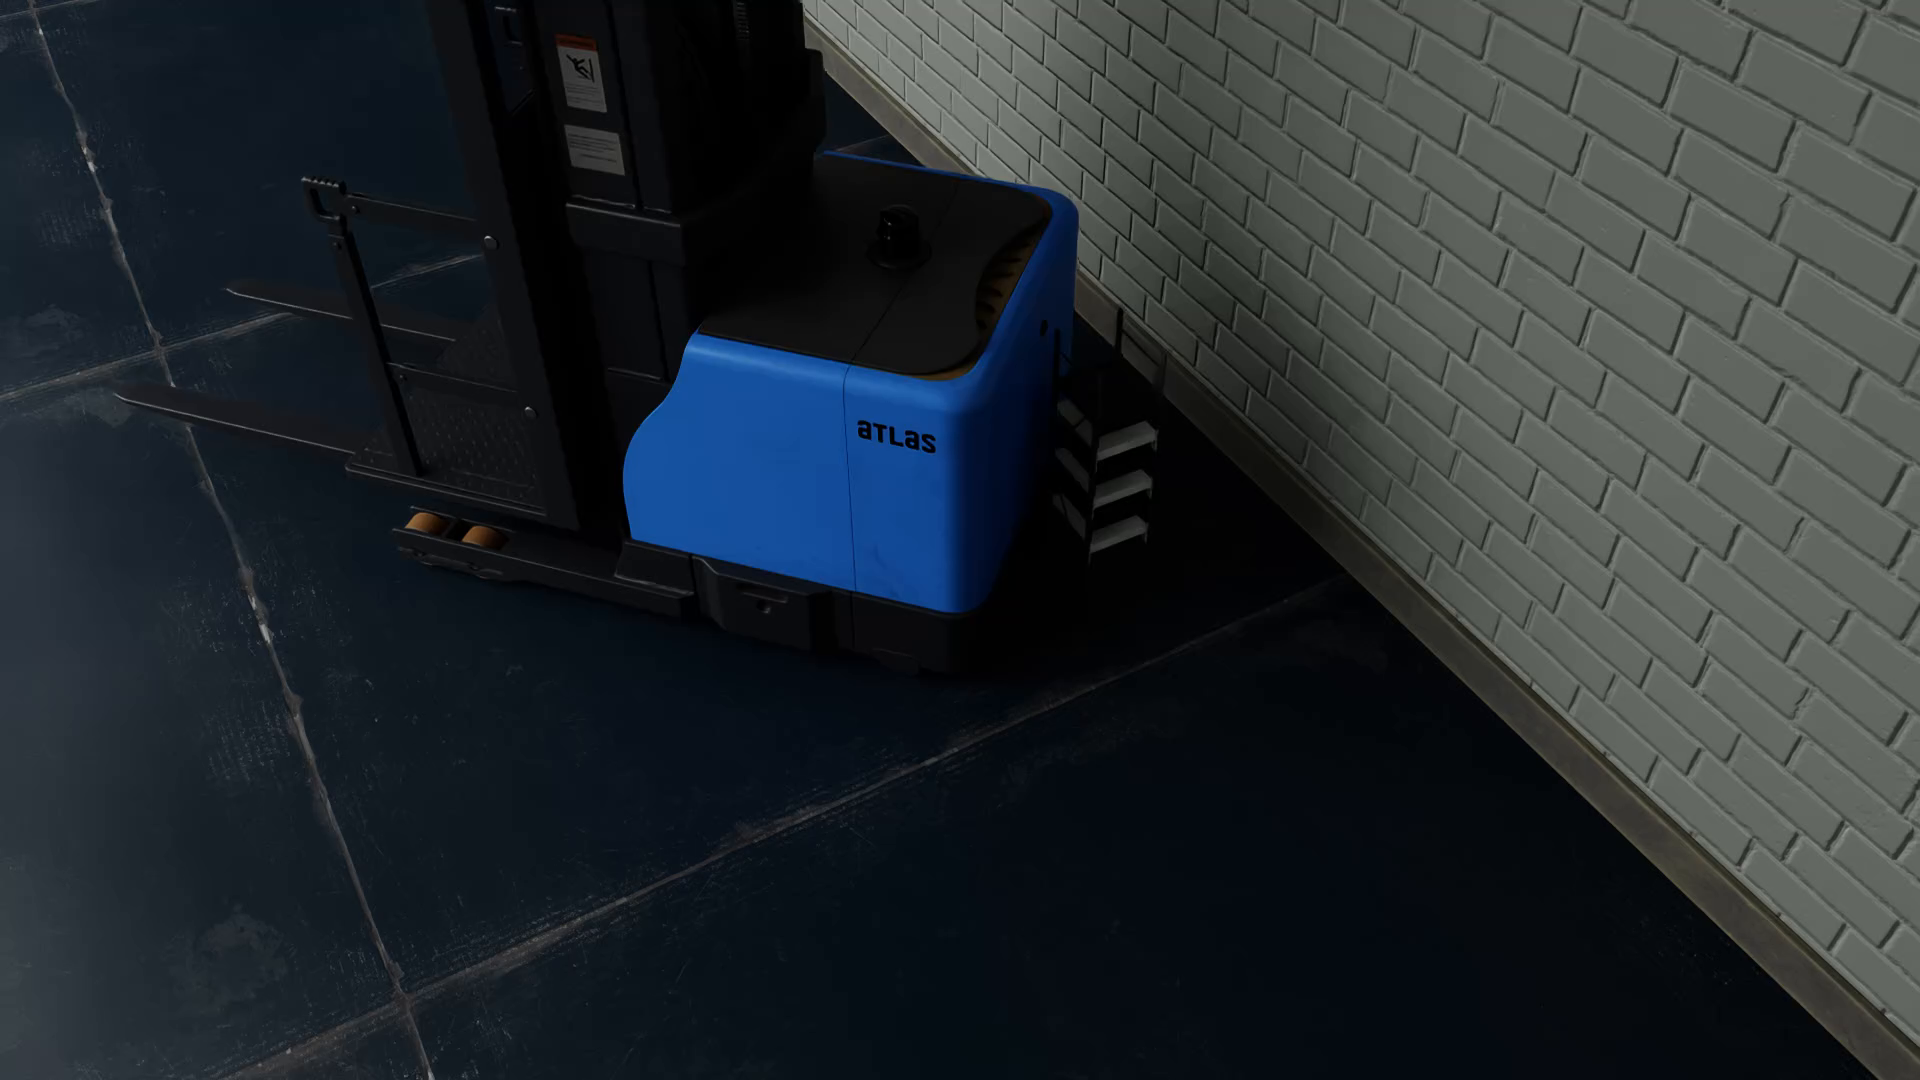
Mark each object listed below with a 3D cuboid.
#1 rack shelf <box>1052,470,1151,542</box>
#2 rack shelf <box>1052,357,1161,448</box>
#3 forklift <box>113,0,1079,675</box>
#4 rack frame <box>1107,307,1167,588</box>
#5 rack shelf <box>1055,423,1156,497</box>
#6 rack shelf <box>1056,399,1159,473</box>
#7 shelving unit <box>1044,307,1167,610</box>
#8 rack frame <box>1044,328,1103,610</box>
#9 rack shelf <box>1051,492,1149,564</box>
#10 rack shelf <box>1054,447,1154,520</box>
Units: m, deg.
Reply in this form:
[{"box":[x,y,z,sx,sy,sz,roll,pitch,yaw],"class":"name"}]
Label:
[{"box":[0.410,-0.129,4.913,0.200,0.077,0.258,-20,48,-20],"class":"rack shelf"},{"box":[0.409,-0.387,4.663,0.200,0.077,0.258,-20,48,-20],"class":"rack shelf"},{"box":[-1.223,-1.267,4.451,3.031,2.935,1.130,13,46,13],"class":"forklift"},{"box":[0.499,-0.251,4.862,0.006,0.900,0.240,-20,48,-20],"class":"rack frame"},{"box":[0.409,-0.258,4.788,0.200,0.077,0.258,-20,48,-20],"class":"rack shelf"},{"box":[0.409,-0.323,4.725,0.200,0.077,0.258,-20,48,-20],"class":"rack shelf"},{"box":[0.409,-0.218,4.827,0.210,0.900,0.258,-20,48,-20],"class":"shelving unit"},{"box":[0.320,-0.184,4.793,0.006,0.900,0.240,-20,48,-20],"class":"rack frame"},{"box":[0.410,-0.065,4.976,0.200,0.077,0.258,-20,48,-20],"class":"rack shelf"},{"box":[0.410,-0.194,4.851,0.200,0.077,0.258,-20,48,-20],"class":"rack shelf"}]
